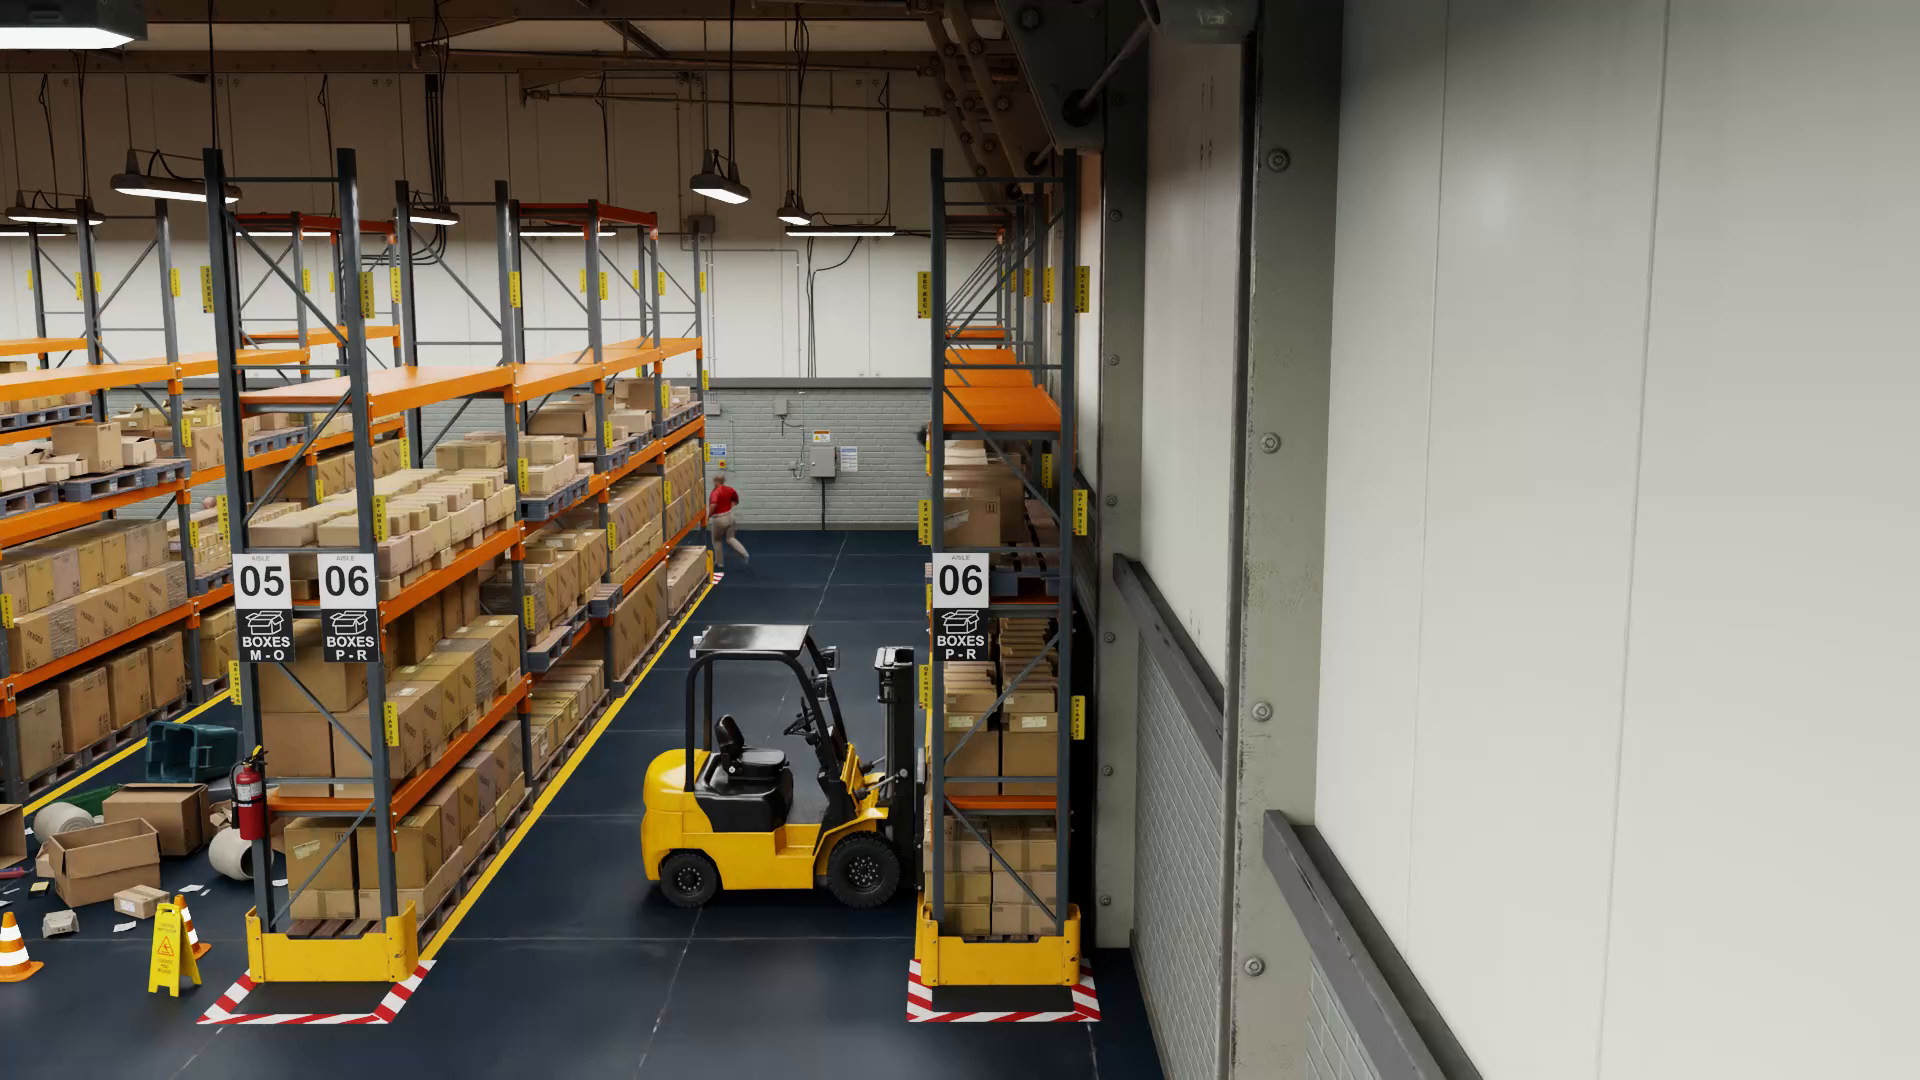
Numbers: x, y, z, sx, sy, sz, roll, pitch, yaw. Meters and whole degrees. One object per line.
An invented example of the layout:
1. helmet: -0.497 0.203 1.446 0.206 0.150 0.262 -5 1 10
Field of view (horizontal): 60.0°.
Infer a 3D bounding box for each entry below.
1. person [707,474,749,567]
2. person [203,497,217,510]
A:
1. person: -4.176 -0.317 29.067 0.886 1.694 0.730 8 12 40
2. person: -11.482 0.202 25.761 0.733 1.774 0.768 1 9 7
